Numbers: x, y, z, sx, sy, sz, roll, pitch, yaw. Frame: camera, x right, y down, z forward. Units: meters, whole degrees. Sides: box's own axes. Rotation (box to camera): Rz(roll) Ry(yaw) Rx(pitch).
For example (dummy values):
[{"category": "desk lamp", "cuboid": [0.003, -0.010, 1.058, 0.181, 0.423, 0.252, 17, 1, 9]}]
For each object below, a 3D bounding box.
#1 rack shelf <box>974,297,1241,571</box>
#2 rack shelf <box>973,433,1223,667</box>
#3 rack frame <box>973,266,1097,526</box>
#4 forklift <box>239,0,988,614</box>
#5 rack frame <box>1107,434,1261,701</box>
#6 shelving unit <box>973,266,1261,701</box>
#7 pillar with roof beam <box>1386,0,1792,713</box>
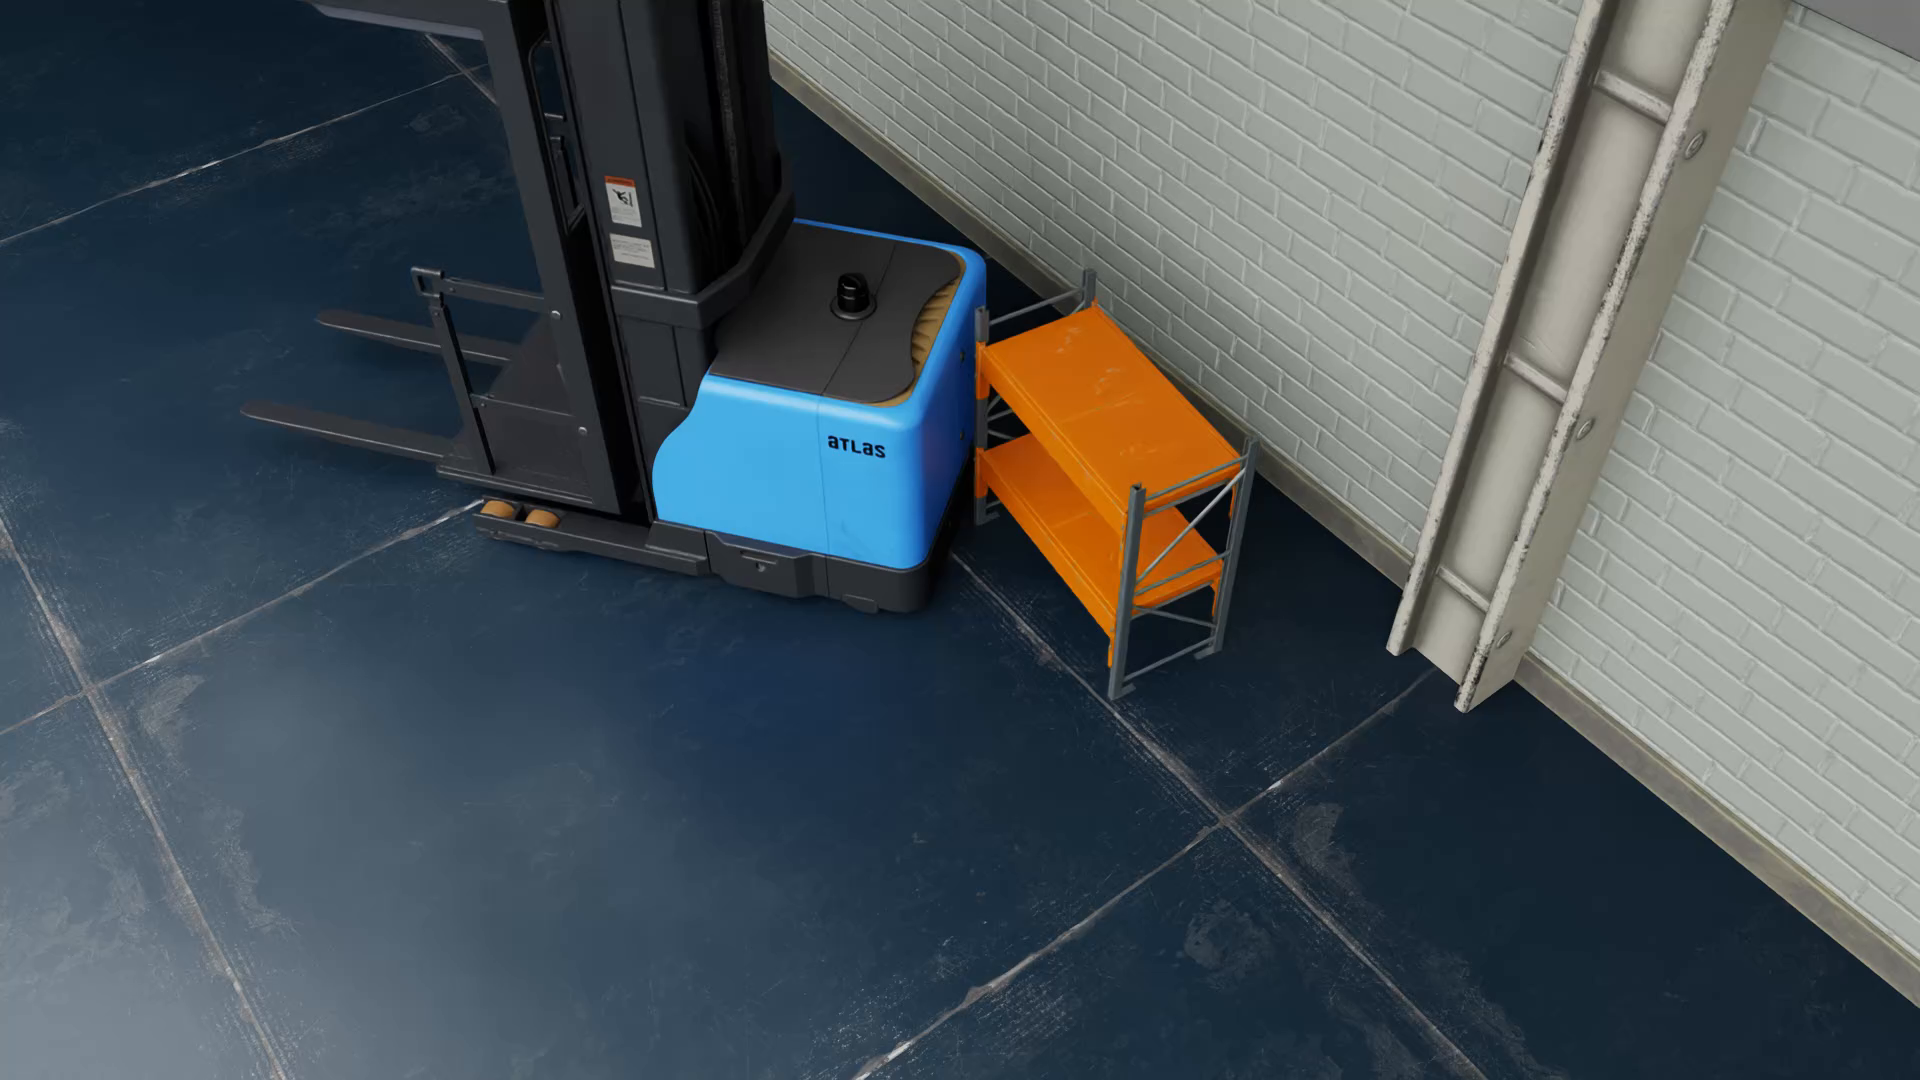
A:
[{"category": "rack shelf", "cuboid": [0.528, -0.402, 5.959, 0.538, 0.278, 1.000, -23, 52, -19]}, {"category": "rack shelf", "cuboid": [0.528, -0.041, 6.357, 0.538, 0.278, 1.000, -23, 52, -19]}, {"category": "rack frame", "cuboid": [0.279, -0.534, 6.473, 0.500, 1.125, 0.032, -23, 52, -19]}, {"category": "forklift", "cuboid": [-1.461, -1.311, 5.959, 3.031, 2.935, 1.130, 12, 49, 10]}, {"category": "rack frame", "cuboid": [0.777, 0.123, 5.878, 0.500, 1.125, 0.032, -23, 52, -19]}, {"category": "shelving unit", "cuboid": [0.528, -0.205, 6.176, 0.538, 1.125, 1.048, -23, 52, -19]}, {"category": "pillar with roof beam", "cuboid": [-1.554, -0.632, 1.248, 9.100, 9.000, 0.400, -29, 54, -24]}]
